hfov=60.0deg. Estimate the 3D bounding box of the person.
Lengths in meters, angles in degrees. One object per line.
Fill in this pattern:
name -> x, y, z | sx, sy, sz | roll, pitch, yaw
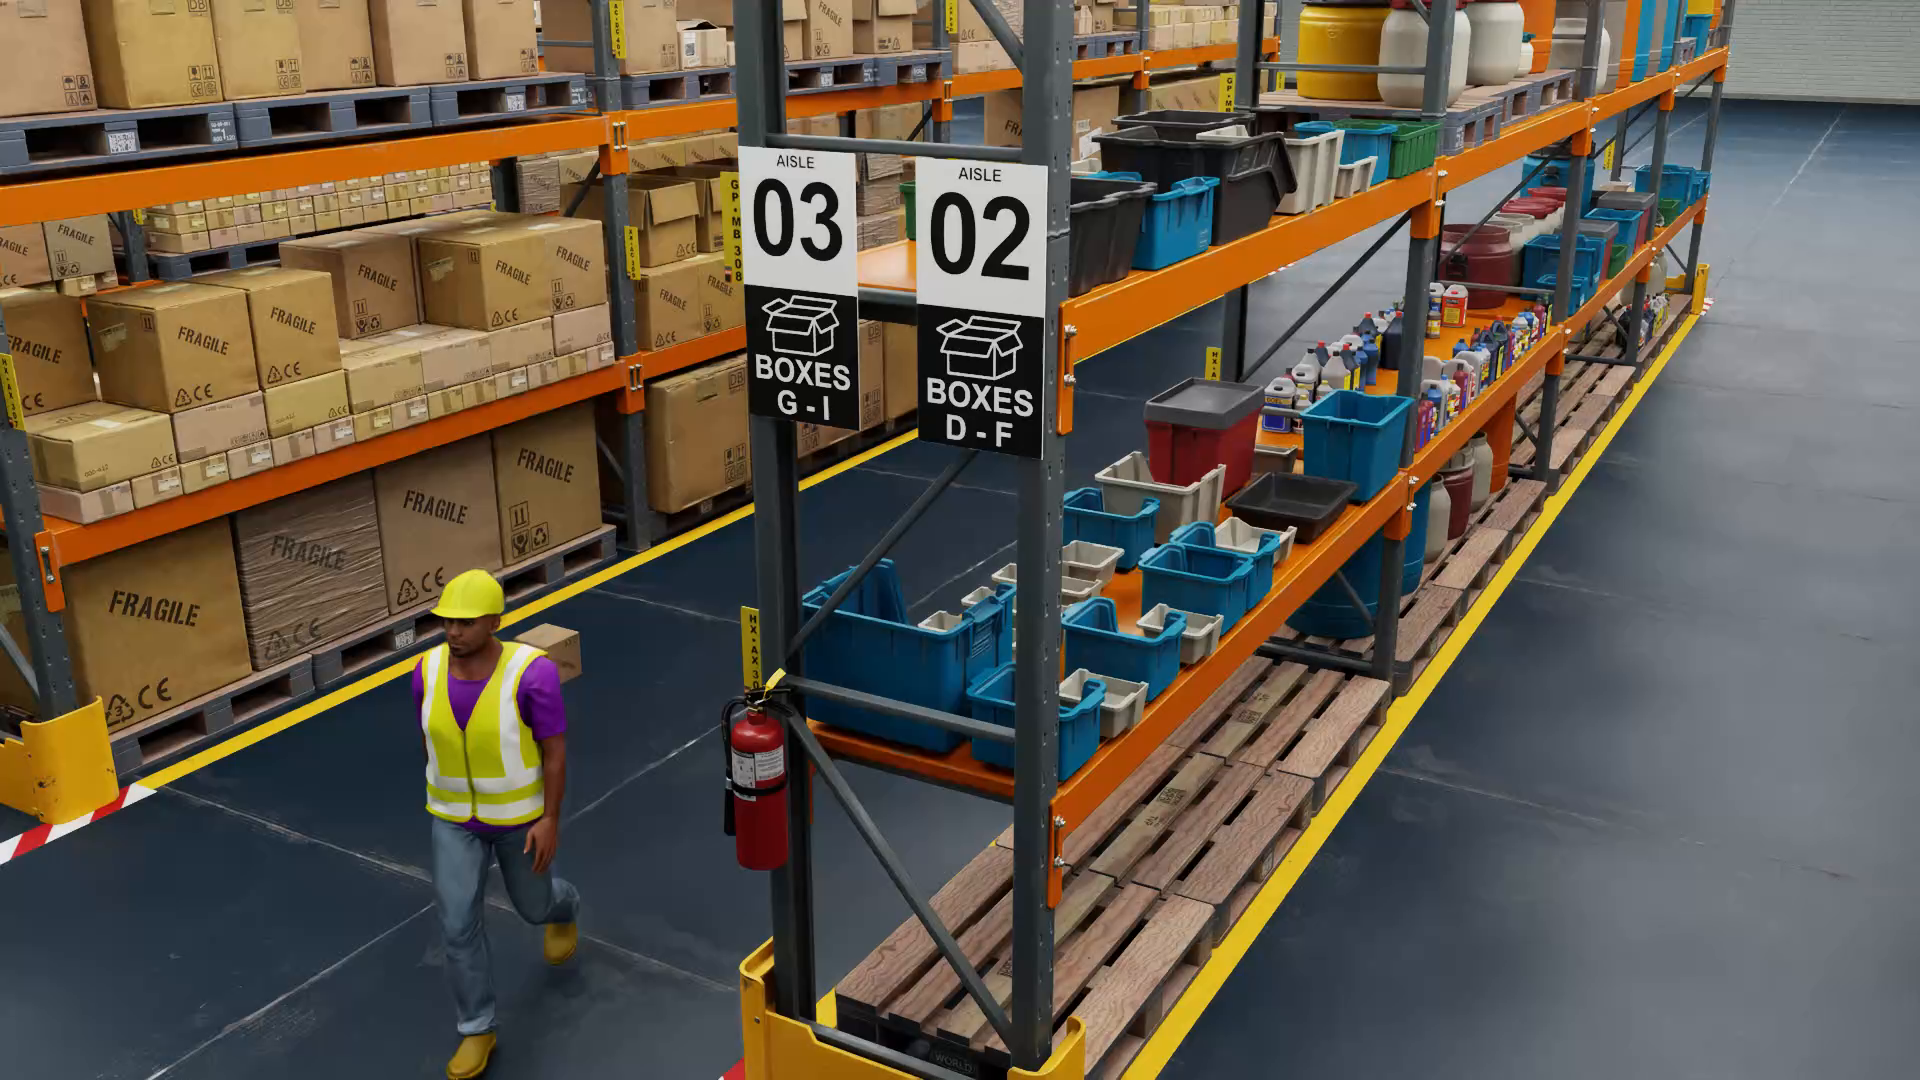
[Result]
person -> -1.632, 0.879, 5.919 | 0.559, 1.675, 0.744 | 1, 19, 3
